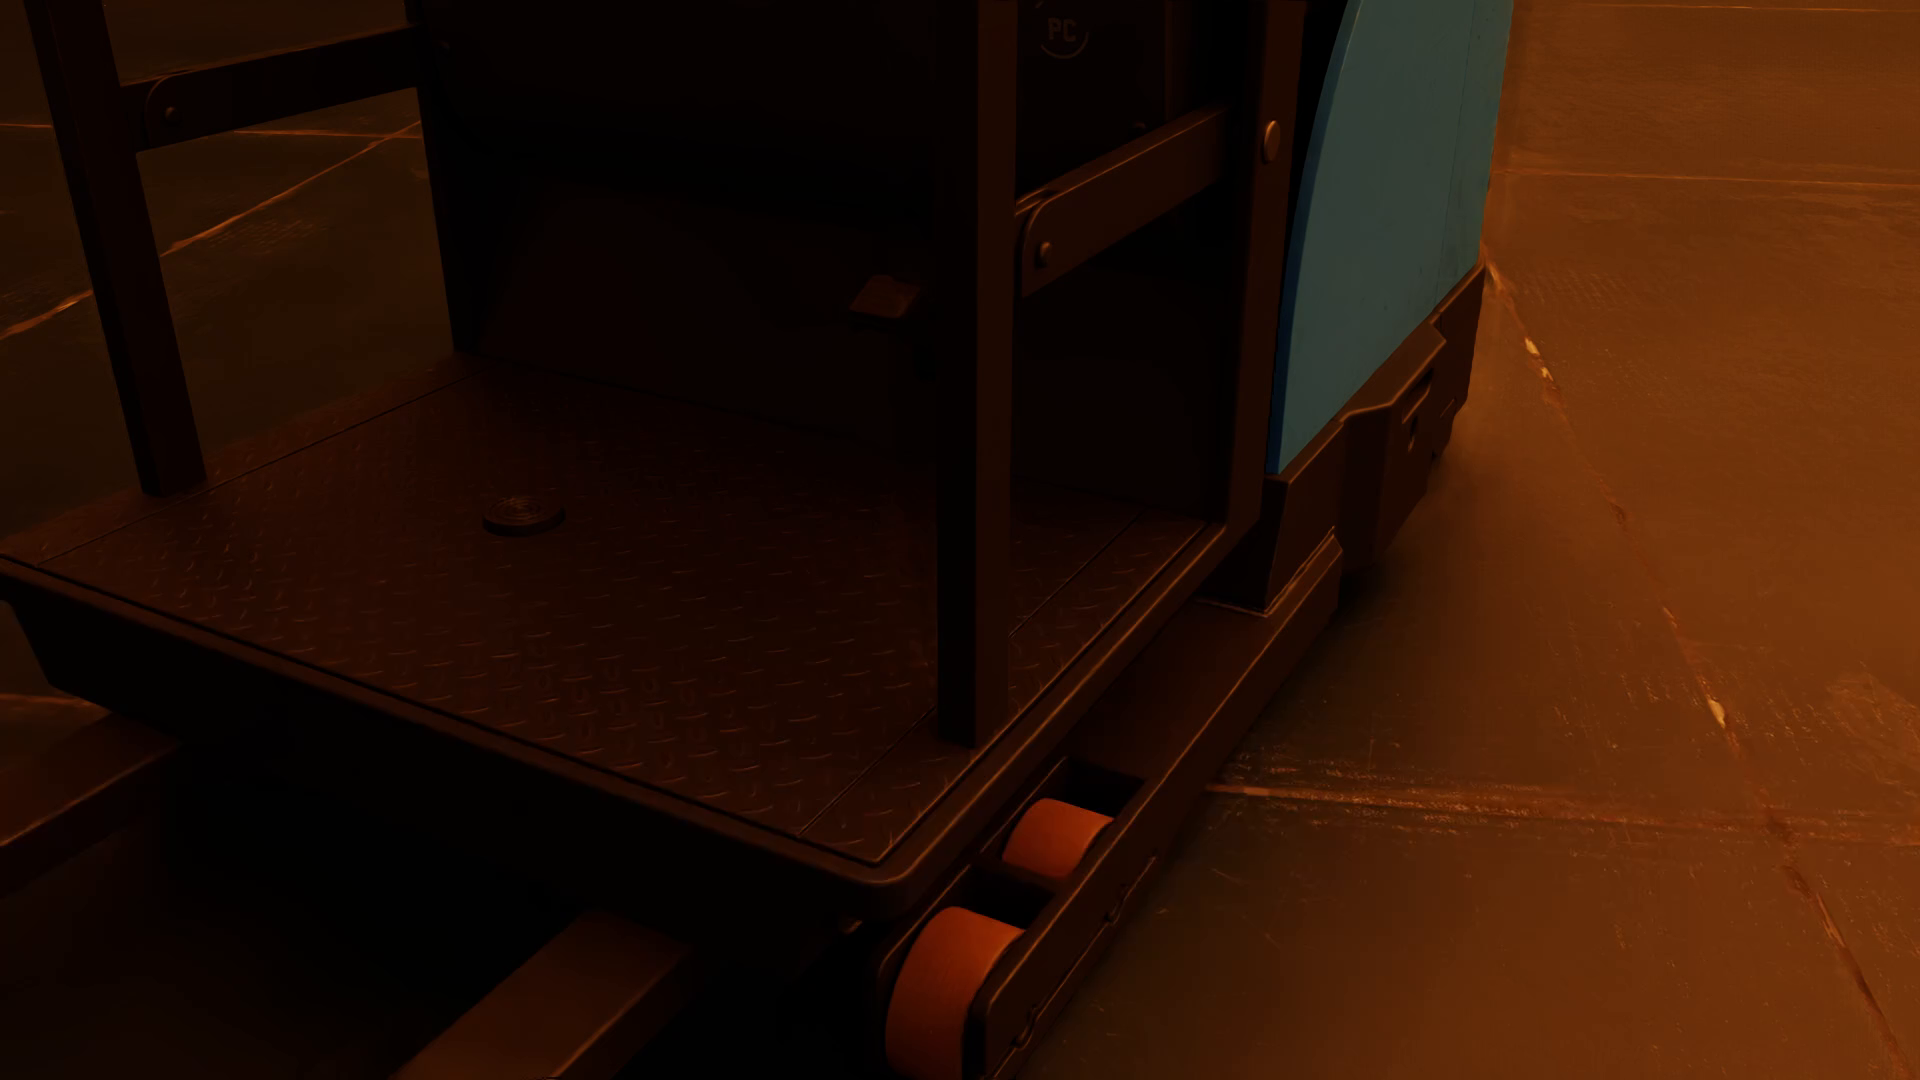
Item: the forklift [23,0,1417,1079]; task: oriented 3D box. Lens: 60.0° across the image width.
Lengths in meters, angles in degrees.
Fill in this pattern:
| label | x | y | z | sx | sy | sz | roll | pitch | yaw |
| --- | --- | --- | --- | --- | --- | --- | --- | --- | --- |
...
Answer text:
| label | x | y | z | sx | sy | sz | roll | pitch | yaw |
| --- | --- | --- | --- | --- | --- | --- | --- | --- | --- |
| forklift | -0.140 | -1.016 | 1.253 | 1.130 | 2.935 | 3.031 | 6 | 27 | 13 |
